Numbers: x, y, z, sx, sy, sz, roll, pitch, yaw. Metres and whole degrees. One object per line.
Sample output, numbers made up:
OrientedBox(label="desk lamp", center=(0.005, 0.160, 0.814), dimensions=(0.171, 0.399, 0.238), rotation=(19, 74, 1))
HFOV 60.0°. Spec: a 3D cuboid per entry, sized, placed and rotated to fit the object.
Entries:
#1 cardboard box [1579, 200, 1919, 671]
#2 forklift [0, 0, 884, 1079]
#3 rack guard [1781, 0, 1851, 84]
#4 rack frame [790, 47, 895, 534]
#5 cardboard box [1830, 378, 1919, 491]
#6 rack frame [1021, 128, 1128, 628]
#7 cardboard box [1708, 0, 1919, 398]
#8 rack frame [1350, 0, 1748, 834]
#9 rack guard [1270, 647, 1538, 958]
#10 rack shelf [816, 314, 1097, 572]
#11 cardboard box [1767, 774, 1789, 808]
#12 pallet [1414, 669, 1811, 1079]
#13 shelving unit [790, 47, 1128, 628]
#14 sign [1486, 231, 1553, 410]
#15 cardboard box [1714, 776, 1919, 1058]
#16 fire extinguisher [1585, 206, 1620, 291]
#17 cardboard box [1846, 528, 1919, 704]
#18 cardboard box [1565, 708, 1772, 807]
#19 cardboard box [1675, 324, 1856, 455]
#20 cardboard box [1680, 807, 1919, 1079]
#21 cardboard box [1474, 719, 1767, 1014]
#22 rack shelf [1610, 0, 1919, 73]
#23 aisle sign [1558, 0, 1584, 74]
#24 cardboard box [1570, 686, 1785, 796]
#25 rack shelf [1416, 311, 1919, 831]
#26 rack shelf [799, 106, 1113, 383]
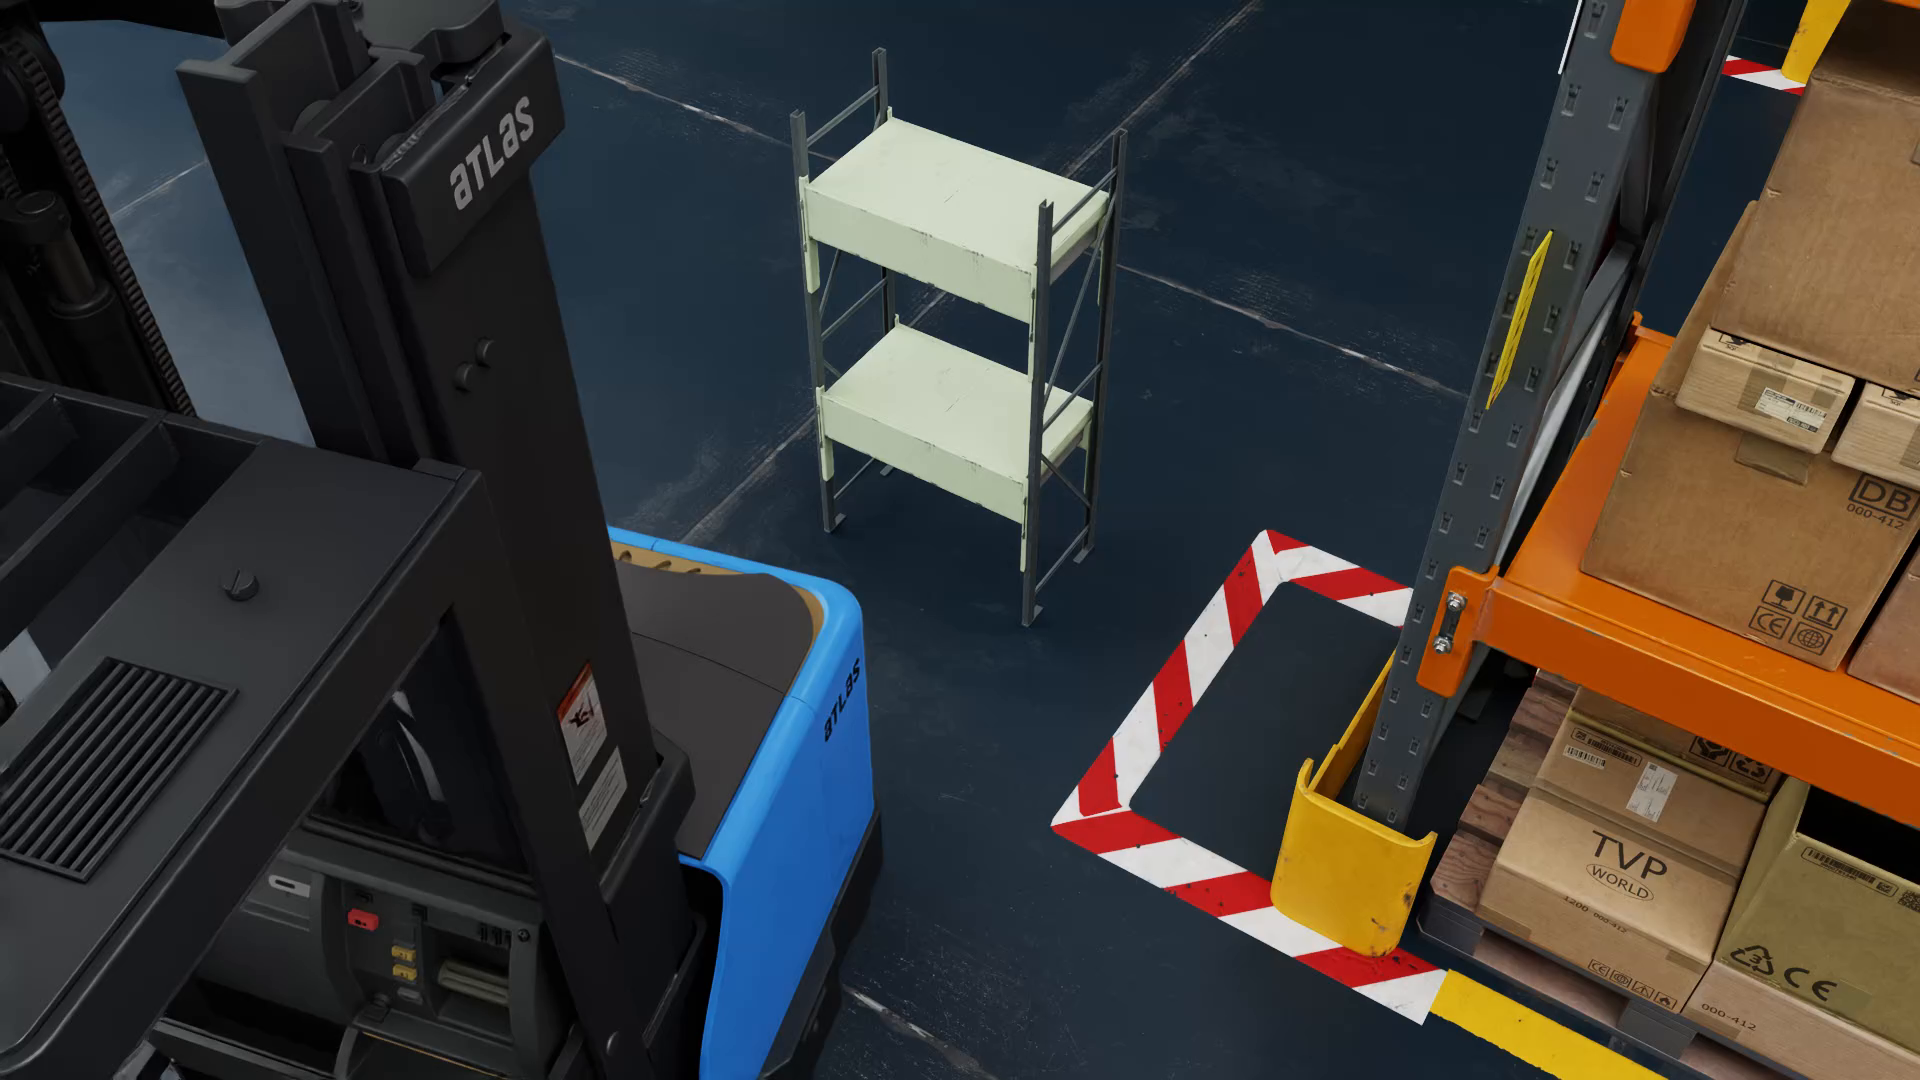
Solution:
OrientedBox(label="cardboard box", center=(1.652, -0.223, 3.306), dimensions=(0.500, 0.500, 0.700), rotation=(25, 51, 22))
OrientedBox(label="forklift", center=(-1.142, 0.727, 2.499), dimensions=(1.130, 2.935, 3.031), rotation=(13, 47, 13))
OrientedBox(label="rack guard", center=(4.001, -2.468, 7.300), dimensions=(0.348, 0.500, 1.175), rotation=(25, 51, 22))
OrientedBox(label="rack frame", center=(-0.314, -0.667, 4.852), dimensions=(0.023, 1.500, 0.400), rotation=(25, 51, 22))
OrientedBox(label="cardboard box", center=(1.703, -0.255, 2.884), dimensions=(0.250, 0.149, 0.380), rotation=(23, 50, 21))
OrientedBox(label="rack frame", center=(0.302, -0.384, 4.577), dimensions=(0.023, 1.500, 0.400), rotation=(25, 51, 22))
OrientedBox(label="cardboard box", center=(1.696, -0.655, 2.821), dimensions=(0.500, 0.500, 0.700), rotation=(25, 51, 22))
OrientedBox(label="rack frame", center=(1.266, -0.377, 3.525), dimensions=(0.127, 3.000, 1.000), rotation=(25, 51, 22))
OrientedBox(label="rack guard", center=(1.245, 0.485, 4.430), dimensions=(0.348, 0.500, 1.175), rotation=(25, 51, 22))
OrientedBox(label="rack shelf", center=(-0.006, -0.298, 4.948), dimensions=(0.720, 0.370, 0.431), rotation=(25, 51, 22))
OrientedBox(label="cardboard box", center=(2.304, 0.651, 4.151), dimensions=(0.500, 0.250, 0.500), rotation=(25, 51, 22))
OrientedBox(label="pallet", center=(1.932, 0.866, 4.262), dimensions=(1.213, 0.211, 1.003), rotation=(25, 51, 22))
OrientedBox(label="shelving unit", center=(-0.006, -0.525, 4.715), dimensions=(0.755, 1.500, 0.431), rotation=(25, 51, 22))
OrientedBox(label="sign", center=(0.961, -0.373, 2.862), dimensions=(0.005, 0.325, 0.100), rotation=(25, 51, 22))
OrientedBox(label="cardboard box", center=(2.019, 0.708, 3.572), dimensions=(0.500, 0.500, 0.500), rotation=(25, 51, 22))
OrientedBox(label="fire extinguisher", center=(1.417, -0.676, 3.869), dimensions=(0.183, 0.674, 0.296), rotation=(25, 51, 22))
OrientedBox(label="cardboard box", center=(2.096, -0.023, 3.111), dimensions=(0.500, 0.500, 0.700), rotation=(26, 51, 23))
OrientedBox(label="cardboard box", center=(1.877, 0.464, 4.332), dimensions=(0.500, 0.250, 0.500), rotation=(25, 51, 22))
OrientedBox(label="cardboard box", center=(1.480, -0.356, 2.982), dimensions=(0.250, 0.149, 0.380), rotation=(24, 51, 22))
OrientedBox(label="cardboard box", center=(2.020, 0.968, 3.842), dimensions=(0.500, 0.250, 0.500), rotation=(25, 51, 22))
OrientedBox(label="cardboard box", center=(1.597, 0.777, 4.028), dimensions=(0.500, 0.250, 0.500), rotation=(25, 51, 22))
OrientedBox(label="rack shelf", center=(2.949, -0.397, 1.954), dimensions=(4.000, 0.370, 1.077), rotation=(25, 51, 22))
OrientedBox(label="aisle sign", center=(1.045, -1.123, 2.437), dimensions=(0.004, 0.787, 0.394), rotation=(25, 51, 22))
OrientedBox(label="cardboard box", center=(1.878, 0.202, 4.064), dimensions=(0.500, 0.500, 0.500), rotation=(25, 51, 22))
OrientedBox(label="rack shelf", center=(2.949, 0.648, 3.030), dimensions=(4.000, 0.370, 1.077), rotation=(25, 51, 22))
OrientedBox(label="rack shelf", center=(-0.006, -0.797, 4.435), dimensions=(0.720, 0.370, 0.431), rotation=(25, 51, 22))
